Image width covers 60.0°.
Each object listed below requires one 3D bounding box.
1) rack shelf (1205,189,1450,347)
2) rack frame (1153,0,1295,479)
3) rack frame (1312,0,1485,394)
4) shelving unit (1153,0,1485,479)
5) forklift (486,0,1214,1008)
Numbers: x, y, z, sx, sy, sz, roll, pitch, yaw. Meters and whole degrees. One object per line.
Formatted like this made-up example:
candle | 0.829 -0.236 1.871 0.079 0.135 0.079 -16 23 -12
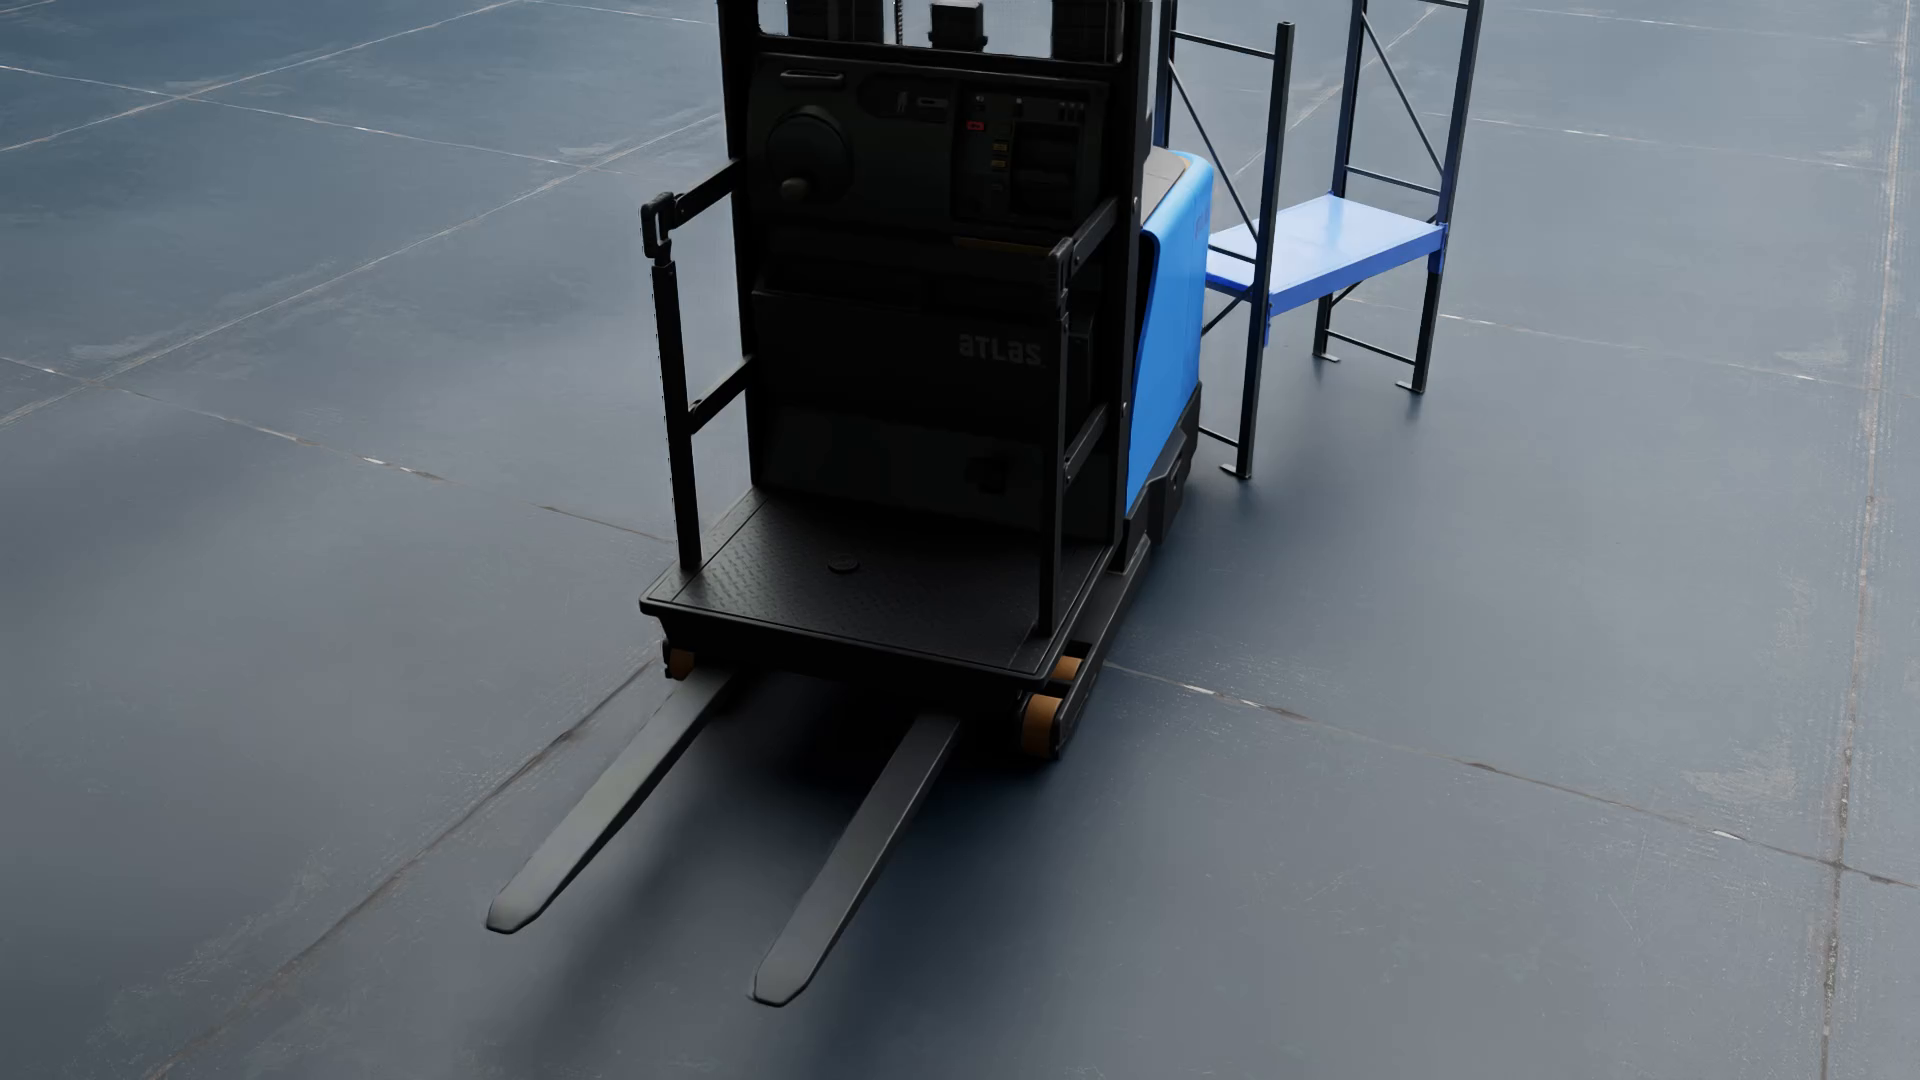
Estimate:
rack shelf | 1.183 -0.966 5.787 1.000 0.185 0.538 -24 38 -36
rack frame | 0.805 -0.952 5.402 0.032 1.500 0.500 -24 38 -36
rack frame | 1.560 -1.291 5.993 0.032 1.500 0.500 -24 38 -36
shelving unit | 1.183 -1.122 5.697 1.048 1.500 0.538 -24 38 -36
forklift | -0.161 -0.939 3.942 1.130 2.935 3.031 10 31 17
